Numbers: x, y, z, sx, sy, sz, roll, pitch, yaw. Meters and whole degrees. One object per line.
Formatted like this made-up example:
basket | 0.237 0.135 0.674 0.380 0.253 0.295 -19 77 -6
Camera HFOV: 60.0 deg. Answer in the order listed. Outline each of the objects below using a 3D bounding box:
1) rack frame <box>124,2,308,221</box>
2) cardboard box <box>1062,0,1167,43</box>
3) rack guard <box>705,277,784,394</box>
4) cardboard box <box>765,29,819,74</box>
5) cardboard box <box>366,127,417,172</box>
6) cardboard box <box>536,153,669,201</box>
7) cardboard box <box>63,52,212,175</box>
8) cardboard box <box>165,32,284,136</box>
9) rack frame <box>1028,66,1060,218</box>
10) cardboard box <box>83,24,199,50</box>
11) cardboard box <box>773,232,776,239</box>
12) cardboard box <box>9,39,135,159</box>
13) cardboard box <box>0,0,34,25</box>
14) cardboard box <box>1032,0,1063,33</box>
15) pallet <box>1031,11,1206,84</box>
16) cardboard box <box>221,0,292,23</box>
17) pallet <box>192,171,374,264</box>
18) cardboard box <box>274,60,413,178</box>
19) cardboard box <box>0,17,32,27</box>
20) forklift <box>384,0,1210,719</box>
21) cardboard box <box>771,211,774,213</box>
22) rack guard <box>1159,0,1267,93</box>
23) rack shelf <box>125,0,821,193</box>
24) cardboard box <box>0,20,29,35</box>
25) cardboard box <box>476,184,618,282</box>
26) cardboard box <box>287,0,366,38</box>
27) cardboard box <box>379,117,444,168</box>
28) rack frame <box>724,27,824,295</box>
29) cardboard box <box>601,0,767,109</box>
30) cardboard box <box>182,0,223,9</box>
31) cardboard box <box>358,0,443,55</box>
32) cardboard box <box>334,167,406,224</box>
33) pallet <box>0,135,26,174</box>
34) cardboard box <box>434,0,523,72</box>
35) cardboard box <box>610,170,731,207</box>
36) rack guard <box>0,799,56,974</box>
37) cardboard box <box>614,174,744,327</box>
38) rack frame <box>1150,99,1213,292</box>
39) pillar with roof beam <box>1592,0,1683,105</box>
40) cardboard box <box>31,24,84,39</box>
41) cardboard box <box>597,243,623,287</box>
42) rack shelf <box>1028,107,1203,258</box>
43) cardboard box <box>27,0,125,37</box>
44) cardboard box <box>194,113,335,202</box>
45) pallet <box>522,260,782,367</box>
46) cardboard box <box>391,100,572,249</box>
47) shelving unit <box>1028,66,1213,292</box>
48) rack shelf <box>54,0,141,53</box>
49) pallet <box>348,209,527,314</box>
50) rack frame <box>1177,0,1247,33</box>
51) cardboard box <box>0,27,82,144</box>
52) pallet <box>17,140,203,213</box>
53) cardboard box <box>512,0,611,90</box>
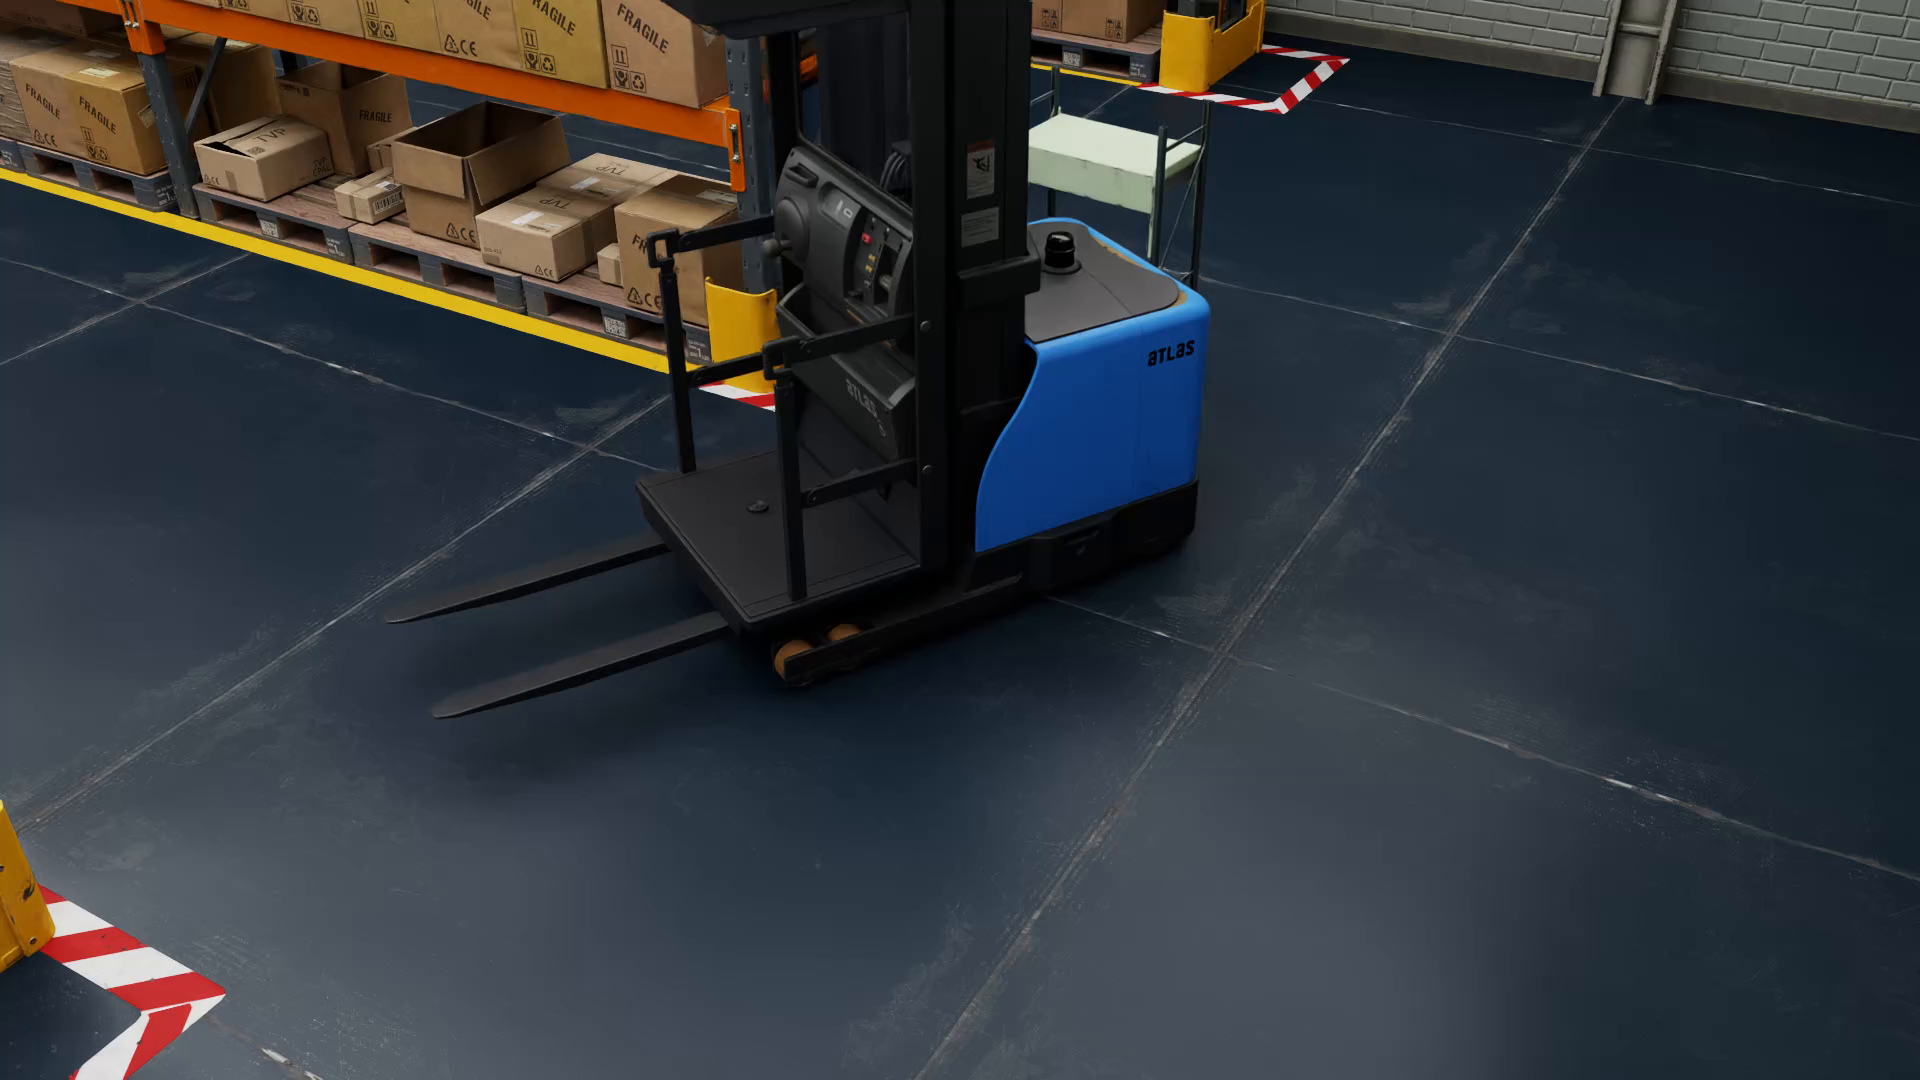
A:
rack frame | -4.164 -3.327 9.040 0.127 3.000 1.000 18 37 24
cardboard box | 1.106 -3.891 11.763 0.500 0.500 0.700 18 37 24
rack guard | -0.757 -1.208 8.112 0.348 0.500 1.175 18 37 24
cardboard box | -0.946 -2.518 7.734 0.500 0.500 0.500 18 38 25
cardboard box | -3.174 -2.229 9.567 0.250 0.149 0.380 18 37 24
cardboard box | -1.891 -1.827 8.871 0.500 0.250 0.500 18 37 24
cardboard box | -4.735 -2.468 9.608 0.500 0.500 0.500 17 37 24
cardboard box | -4.463 -2.720 9.987 0.500 0.500 0.500 16 37 22
rack frame | 0.301 -1.298 7.345 0.023 1.500 0.400 22 40 29
cardboard box | -4.932 -2.862 10.199 0.500 0.500 0.500 18 38 25
cardboard box | -0.885 -1.504 8.478 0.250 0.149 0.380 18 37 24
cardboard box | -5.160 -2.608 9.818 0.500 0.500 0.500 18 38 25
cardboard box | -5.767 -3.445 10.399 0.500 0.250 0.500 17 37 24
cardboard box | 0.671 -4.028 11.969 0.500 0.500 0.700 17 37 24
pallet | 1.030 -3.634 12.016 1.213 0.211 1.003 18 37 24
cardboard box | -3.411 -2.958 8.396 0.500 0.500 0.500 18 38 25
pallet | -3.569 -1.977 9.529 1.213 0.211 1.003 18 37 24
cardboard box | -3.529 -2.450 9.581 0.500 0.500 0.500 18 37 24
cardboard box | -5.801 -3.142 10.620 0.500 0.500 0.500 16 37 23
forklift | -0.586 -1.030 5.653 3.031 2.935 1.130 -18 38 -25
cardboard box | -1.102 -1.580 8.576 0.250 0.166 0.380 18 37 24
rack guard | 1.784 -3.565 11.652 0.348 0.500 1.175 18 37 24
rack shelf | -2.428 -2.478 8.414 4.000 0.370 1.077 18 37 24
cardboard box | -6.038 -2.885 10.234 0.500 0.500 0.500 16 37 23
cardboard box | -2.096 -1.572 8.489 0.500 0.250 0.500 18 37 24
cardboard box | -2.978 -2.820 8.188 0.500 0.500 0.500 17 37 24
cardboard box | -2.878 -2.165 9.323 0.500 0.311 0.500 18 37 24
rack frame | -0.691 -2.227 7.388 0.127 3.000 1.000 18 37 24
cardboard box | -1.215 -2.261 7.349 0.500 0.500 0.500 19 38 26
cardboard box | -3.857 -3.098 8.605 0.500 0.500 0.500 19 38 26
cardboard box | -2.535 -2.680 7.979 0.500 0.500 0.500 17 37 24
cardboard box | -3.151 -1.878 9.024 0.250 0.166 0.380 18 37 24
pallet | -5.953 -2.707 10.625 1.213 0.211 1.003 18 37 24
cardboard box | -2.098 -2.542 7.770 0.500 0.500 0.500 18 38 25
cardboard box | -1.457 -1.689 8.664 0.500 0.250 0.500 18 37 24
rack guard | -3.125 1.196 4.502 0.348 0.500 1.175 18 37 24
cardboard box | -1.286 -1.401 8.006 0.500 0.500 0.500 18 37 24
rack frame | 0.897 -1.062 6.990 0.023 1.500 0.400 22 40 29
pillar with roof beam | 2.401 -4.711 5.706 0.400 9.000 9.100 18 37 24
cardboard box | -5.362 -3.003 10.411 0.500 0.500 0.500 18 38 25
cardboard box | -1.593 -1.417 8.330 0.250 0.166 0.380 18 37 24
rack shelf | 0.598 -1.504 6.950 0.720 0.370 0.431 22 40 29
cardboard box | -5.332 -3.307 10.192 0.500 0.250 0.500 18 38 24
cardboard box | -3.907 -2.172 9.334 0.500 0.311 0.500 18 37 24
pallet | -1.450 -1.306 8.521 1.213 0.211 1.003 18 37 24
cardboard box | -2.531 -1.957 8.838 0.637 0.503 0.797 18 37 24
shelving unit | 0.599 -1.180 7.168 0.755 1.500 0.431 22 40 29
rack shelf | -5.901 -3.578 10.066 4.000 0.370 1.077 18 37 24
pallet | -2.505 -1.642 9.026 1.213 0.211 1.003 18 37 24
rack frame | 1.763 -4.612 10.970 0.127 3.000 1.000 18 37 24
cardboard box | -5.595 -2.746 10.025 0.500 0.500 0.500 18 38 25
pallet | -4.889 -2.372 10.122 1.213 0.211 1.003 18 37 24
cardboard box | -1.668 -2.402 7.560 0.500 0.500 0.500 18 38 25
